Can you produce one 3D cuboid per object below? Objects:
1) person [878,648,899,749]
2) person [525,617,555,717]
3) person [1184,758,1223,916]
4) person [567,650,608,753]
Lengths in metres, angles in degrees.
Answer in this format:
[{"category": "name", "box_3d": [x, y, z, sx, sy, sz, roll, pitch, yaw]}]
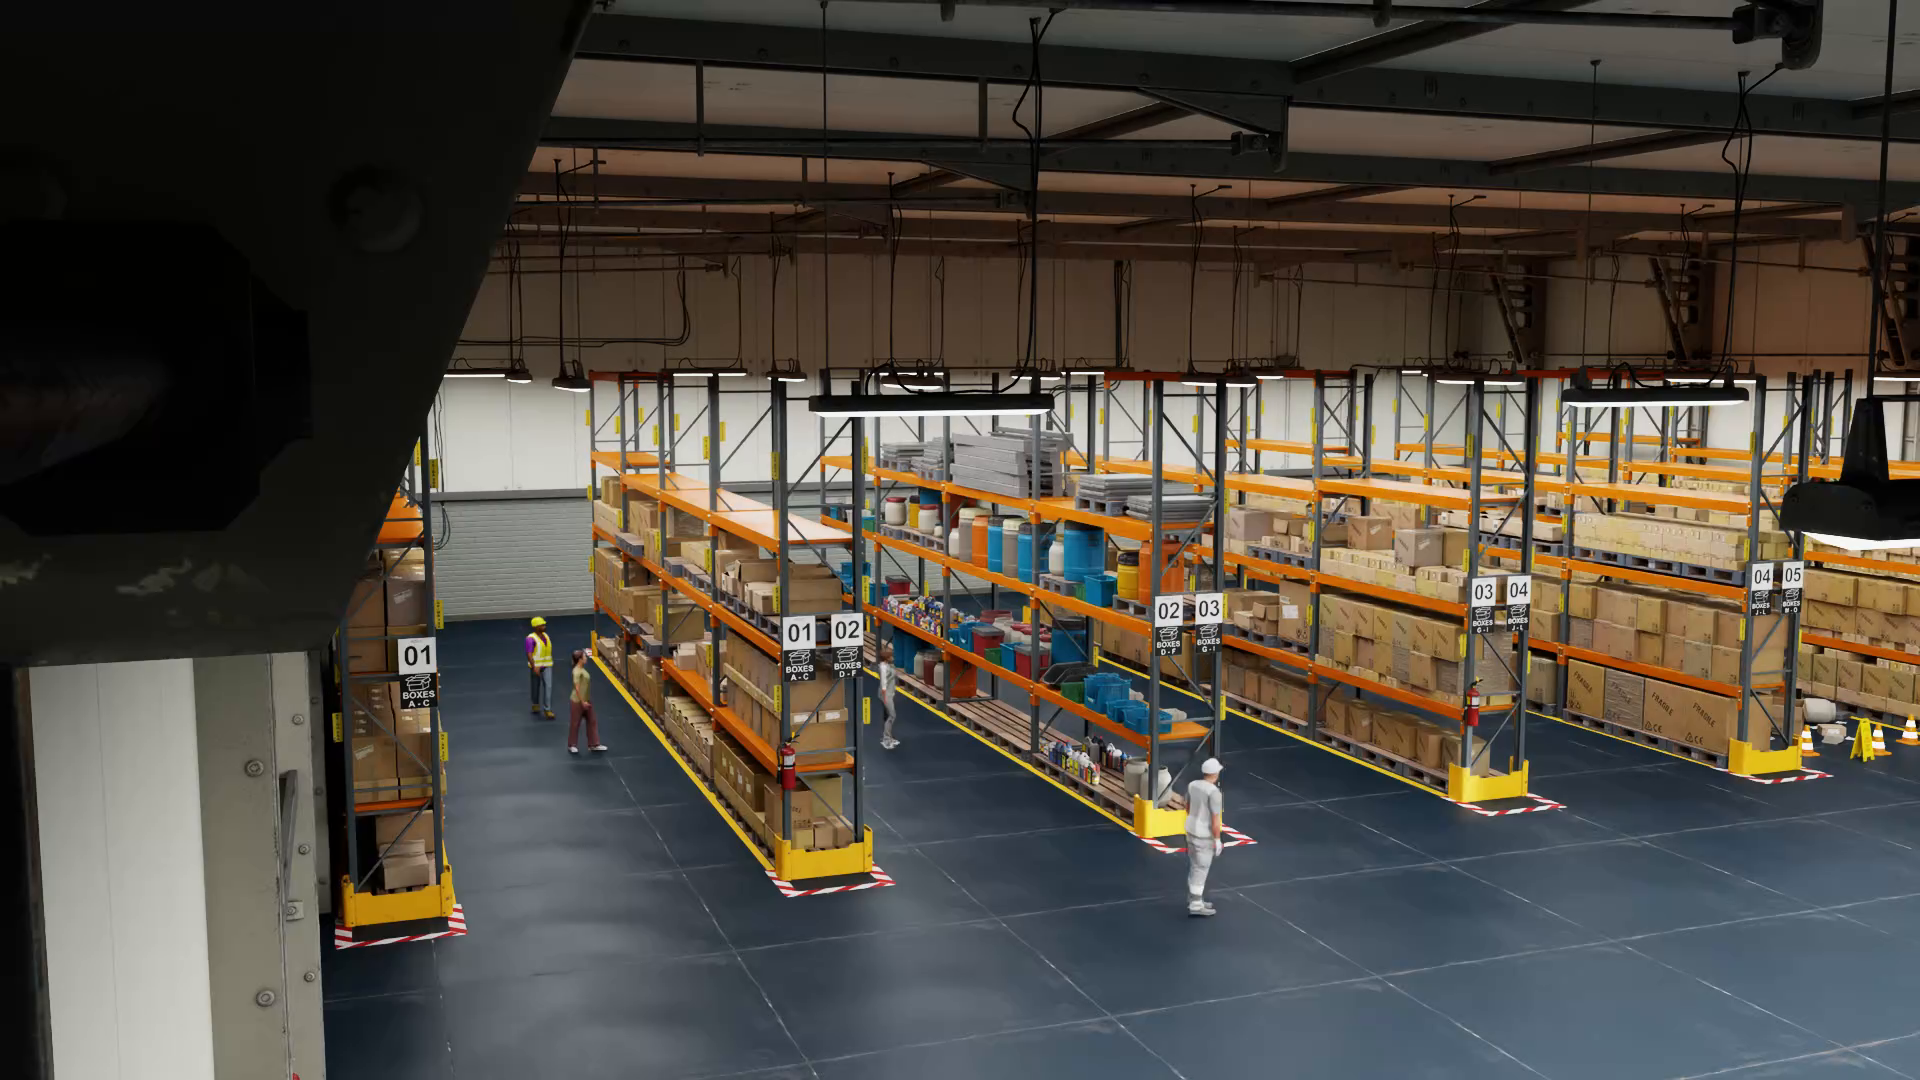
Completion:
[{"category": "person", "box_3d": [-1.163, 2.564, 26.923, 0.346, 1.649, 0.485, 0, 6, -1]}, {"category": "person", "box_3d": [-7.367, 2.222, 29.147, 0.498, 1.732, 0.958, -3, 7, -25]}, {"category": "person", "box_3d": [2.772, 3.354, 18.833, 0.421, 1.794, 0.582, -3, 7, -25]}, {"category": "person", "box_3d": [-6.000, 2.565, 26.447, 0.608, 1.657, 0.499, 2, 7, 18]}]
